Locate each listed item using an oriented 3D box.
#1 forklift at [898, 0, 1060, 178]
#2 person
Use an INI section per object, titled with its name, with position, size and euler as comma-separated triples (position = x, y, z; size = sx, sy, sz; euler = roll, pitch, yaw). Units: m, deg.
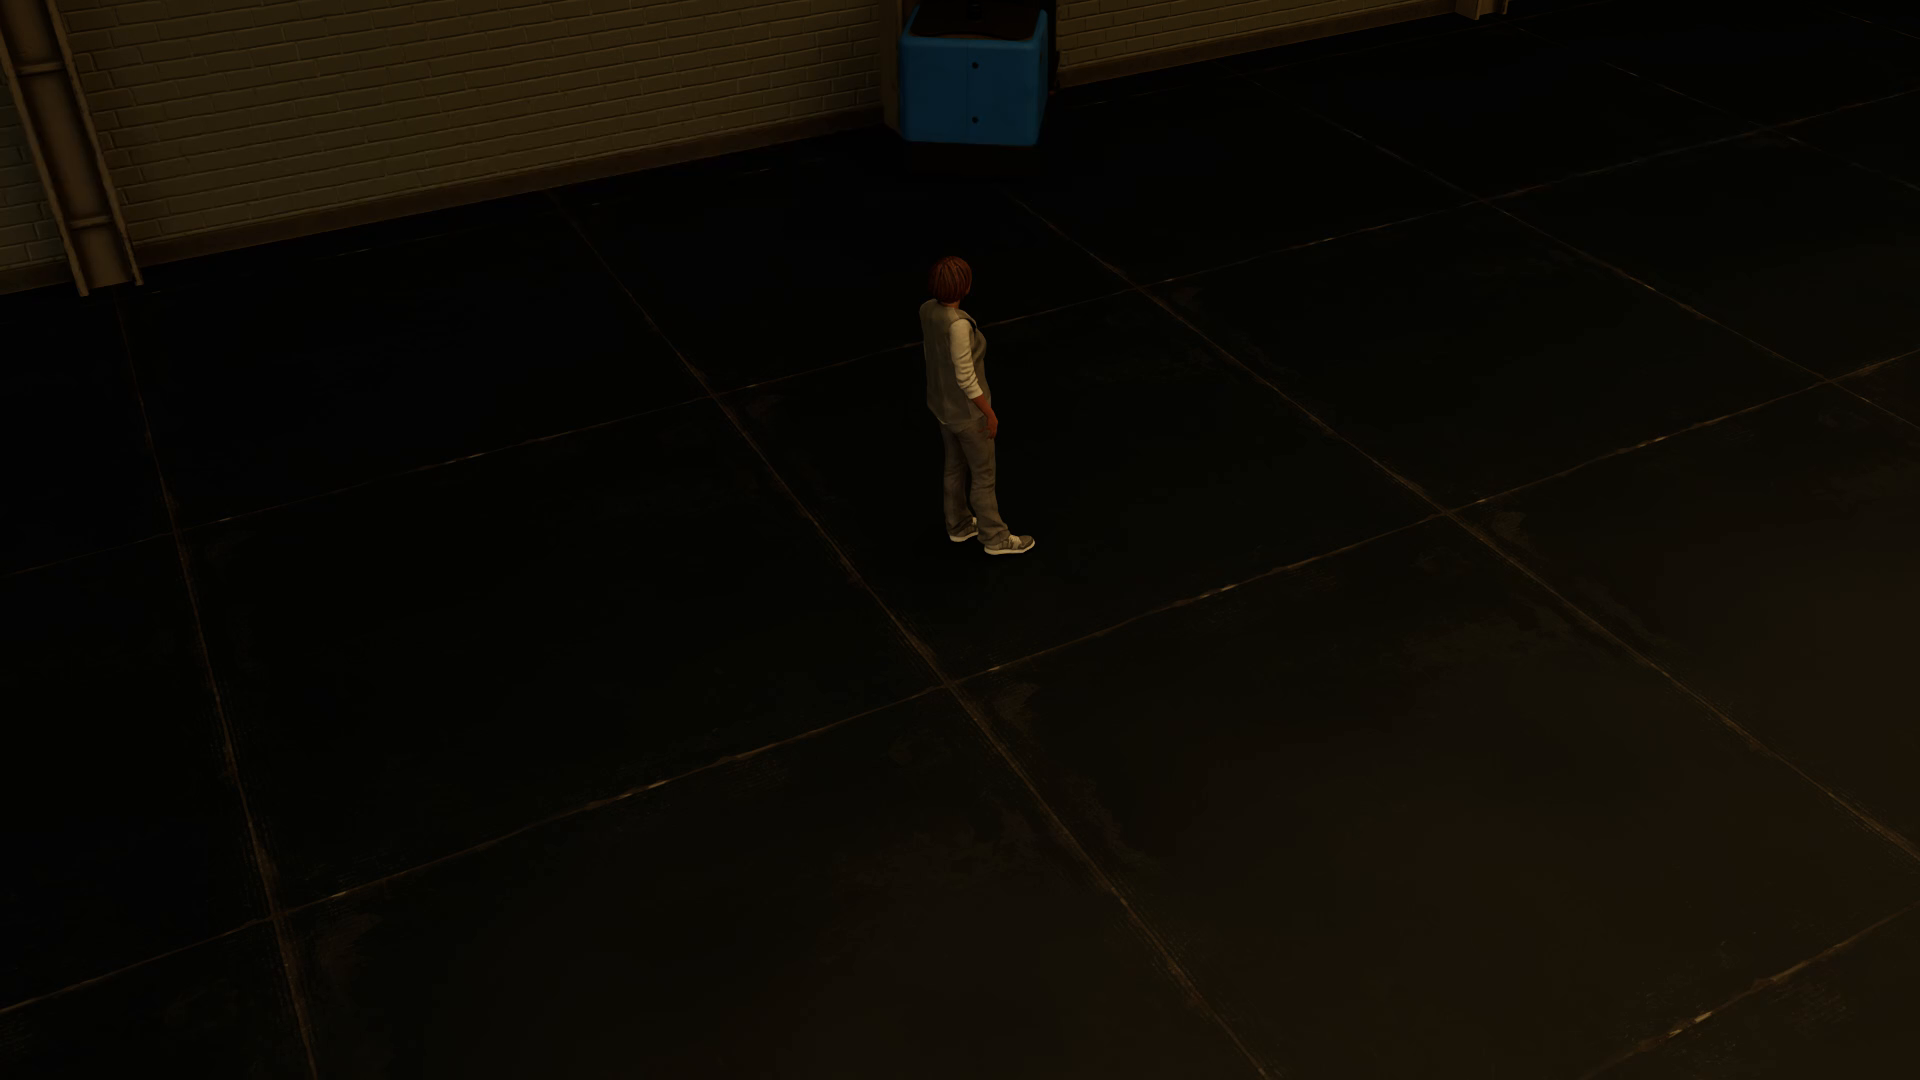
[forklift]
position = 0.235, -4.722, 12.804
size = 1.130, 2.935, 3.031
euler = 4, 35, 6
[person]
position = 0.072, -0.671, 8.215
size = 0.475, 1.597, 0.520
euler = -17, 39, -23
